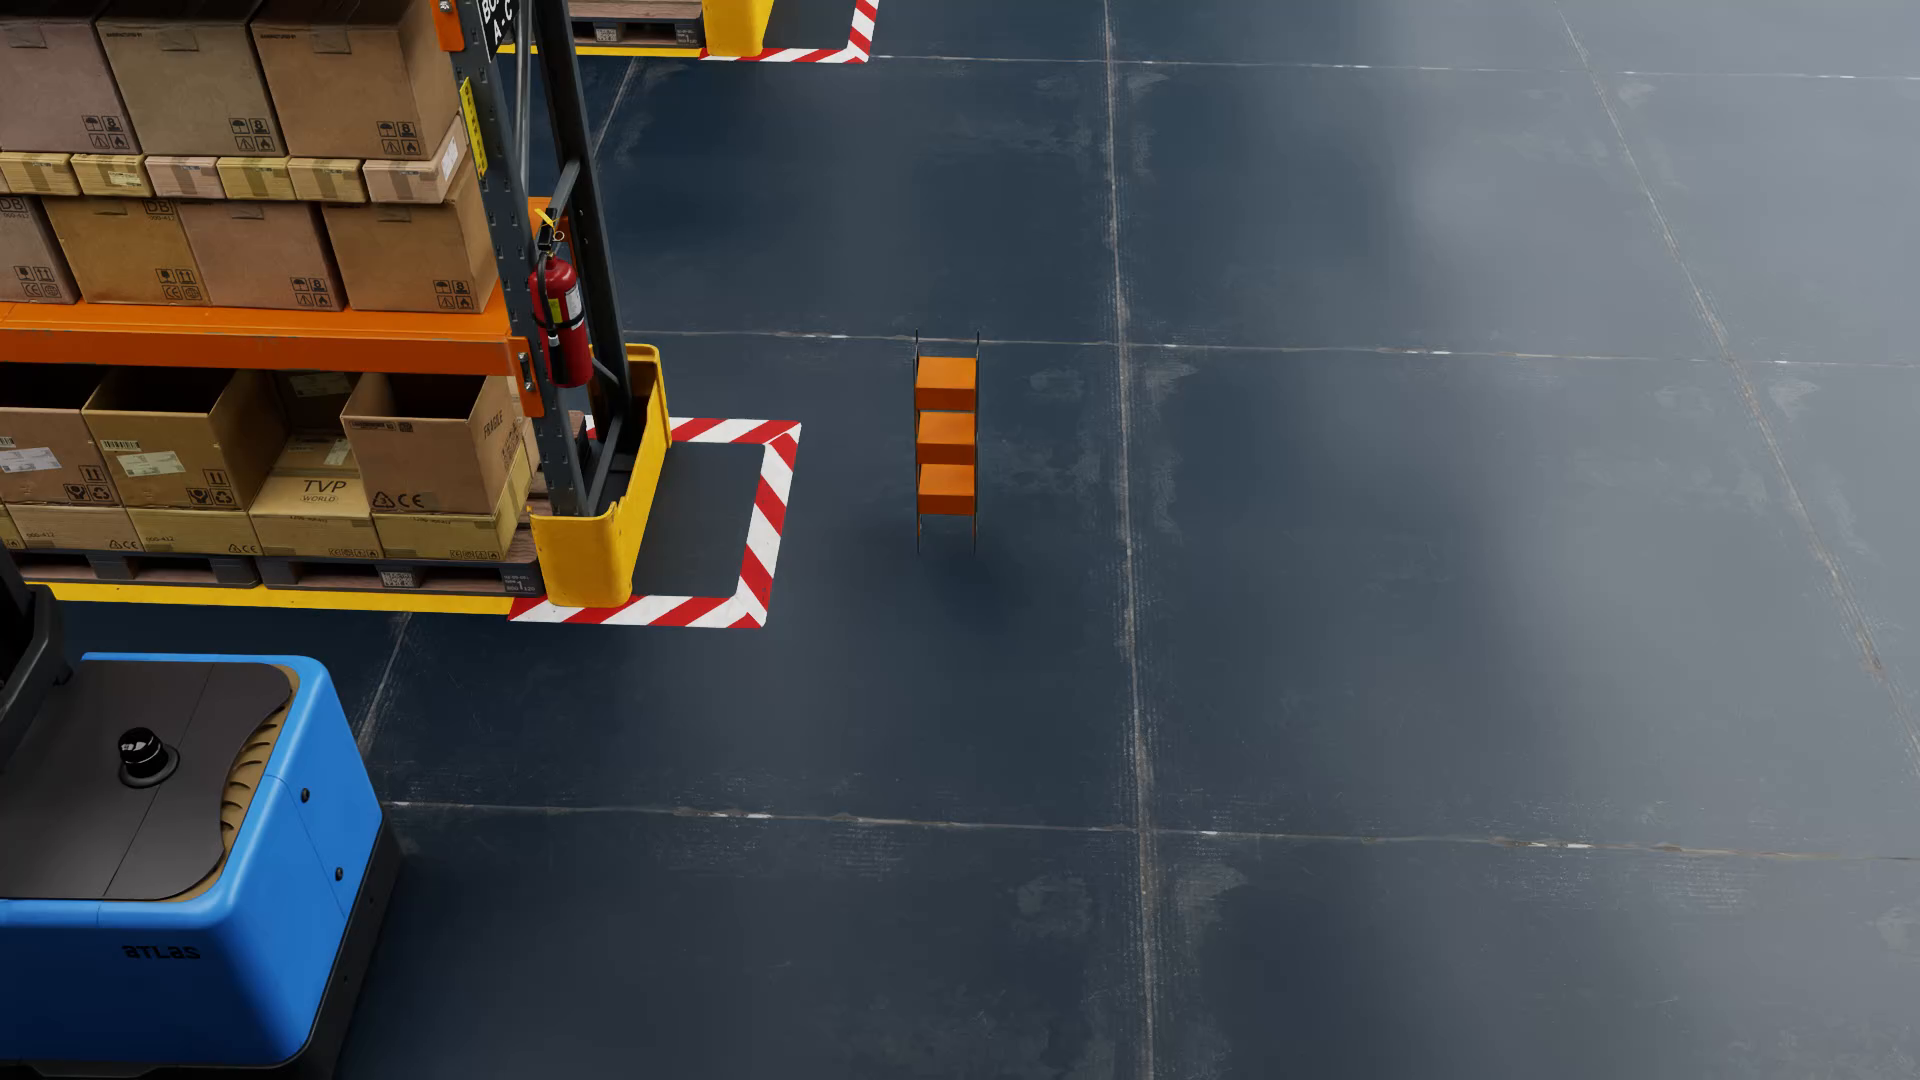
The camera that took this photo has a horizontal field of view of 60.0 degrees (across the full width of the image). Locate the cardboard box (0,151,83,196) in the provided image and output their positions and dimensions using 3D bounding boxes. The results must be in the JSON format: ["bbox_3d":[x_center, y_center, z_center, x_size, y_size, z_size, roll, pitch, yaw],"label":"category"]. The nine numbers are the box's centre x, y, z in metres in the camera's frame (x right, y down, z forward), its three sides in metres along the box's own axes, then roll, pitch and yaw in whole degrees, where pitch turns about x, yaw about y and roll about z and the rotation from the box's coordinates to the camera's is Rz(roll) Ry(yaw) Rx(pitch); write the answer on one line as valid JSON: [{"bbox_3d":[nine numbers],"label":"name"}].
[{"bbox_3d":[-3.246,-1.409,6.013,0.250,0.149,0.380,3,43,3],"label":"cardboard box"}]

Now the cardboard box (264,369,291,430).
[{"bbox_3d":[-3.088,-0.825,7.094,0.500,0.500,0.500,2,43,2],"label":"cardboard box"}]

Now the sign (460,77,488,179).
[{"bbox_3d":[-1.601,-1.356,5.482,0.005,0.325,0.100,2,43,2],"label":"sign"}]

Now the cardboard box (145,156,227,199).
[{"bbox_3d":[-2.721,-1.395,5.997,0.250,0.149,0.380,2,43,2],"label":"cardboard box"}]

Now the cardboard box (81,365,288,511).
[{"bbox_3d":[-3.111,-0.471,6.714,0.500,0.500,0.500,2,43,2],"label":"cardboard box"}]

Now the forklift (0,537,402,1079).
[{"bbox_3d":[-3.511,0.389,4.683,3.031,2.935,1.130,1,43,1],"label":"forklift"}]

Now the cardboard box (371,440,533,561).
[{"bbox_3d":[-2.111,-0.178,6.949,0.500,0.250,0.500,2,43,2],"label":"cardboard box"}]

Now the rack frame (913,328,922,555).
[{"bbox_3d":[-0.175,-0.390,6.898,0.008,1.050,0.200,2,43,2],"label":"rack frame"}]

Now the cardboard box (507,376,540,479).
[{"bbox_3d":[-2.088,-0.530,7.328,0.500,0.250,0.500,2,43,2],"label":"cardboard box"}]

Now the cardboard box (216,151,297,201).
[{"bbox_3d":[-2.470,-1.385,5.987,0.250,0.149,0.380,1,43,1],"label":"cardboard box"}]

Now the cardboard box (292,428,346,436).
[{"bbox_3d":[-2.588,-0.543,7.341,0.500,0.250,0.500,2,43,2],"label":"cardboard box"}]

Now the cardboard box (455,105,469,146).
[{"bbox_3d":[-1.945,-1.647,6.268,0.250,0.149,0.380,1,43,2],"label":"cardboard box"}]

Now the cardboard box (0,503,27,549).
[{"bbox_3d":[-4.110,-0.227,7.002,0.500,0.250,0.500,2,43,2],"label":"cardboard box"}]

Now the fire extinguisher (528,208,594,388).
[{"bbox_3d":[-1.465,-0.866,6.036,0.183,0.674,0.296,2,43,2],"label":"fire extinguisher"}]

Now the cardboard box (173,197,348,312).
[{"bbox_3d":[-2.553,-1.287,6.358,0.500,0.500,0.700,3,43,3],"label":"cardboard box"}]

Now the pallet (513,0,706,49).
[{"bbox_3d":[-2.225,-3.566,10.923,1.213,0.211,1.003,2,43,2],"label":"pallet"}]

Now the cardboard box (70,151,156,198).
[{"bbox_3d":[-2.983,-1.402,6.006,0.250,0.149,0.380,3,43,3],"label":"cardboard box"}]

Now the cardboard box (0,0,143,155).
[{"bbox_3d":[-3.110,-1.778,5.933,0.500,0.500,0.700,2,43,2],"label":"cardboard box"}]

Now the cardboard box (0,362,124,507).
[{"bbox_3d":[-3.611,-0.487,6.732,0.500,0.500,0.500,2,43,2],"label":"cardboard box"}]

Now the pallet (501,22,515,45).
[{"bbox_3d":[-3.440,-3.605,10.965,1.213,0.211,1.003,2,43,2],"label":"pallet"}]

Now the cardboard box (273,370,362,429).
[{"bbox_3d":[-2.588,-0.819,7.087,0.500,0.500,0.500,2,43,2],"label":"cardboard box"}]

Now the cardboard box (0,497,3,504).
[{"bbox_3d":[-4.110,-0.501,6.747,0.500,0.500,0.500,2,43,2],"label":"cardboard box"}]

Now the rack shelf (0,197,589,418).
[{"bbox_3d":[-3.560,-1.013,6.664,4.000,0.370,1.077,2,43,2],"label":"rack shelf"}]

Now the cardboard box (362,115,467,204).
[{"bbox_3d":[-1.953,-1.371,5.971,0.250,0.149,0.380,1,43,1],"label":"cardboard box"}]

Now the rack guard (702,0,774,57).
[{"bbox_3d":[-1.414,-3.643,10.794,0.348,0.500,1.175,2,43,2],"label":"rack guard"}]

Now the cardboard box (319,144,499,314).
[{"bbox_3d":[-2.028,-1.274,6.344,0.500,0.500,0.700,2,43,2],"label":"cardboard box"}]

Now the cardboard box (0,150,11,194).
[{"bbox_3d":[-3.502,-1.417,6.021,0.250,0.149,0.380,1,43,1],"label":"cardboard box"}]

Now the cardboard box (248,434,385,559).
[{"bbox_3d":[-2.611,-0.185,6.957,0.500,0.250,0.500,2,43,2],"label":"cardboard box"}]

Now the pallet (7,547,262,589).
[{"bbox_3d":[-3.544,-0.229,7.341,1.213,0.211,1.003,2,43,2],"label":"pallet"}]

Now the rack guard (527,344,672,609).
[{"bbox_3d":[-1.538,-0.299,7.205,0.348,0.500,1.175,2,43,2],"label":"rack guard"}]

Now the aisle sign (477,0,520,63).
[{"bbox_3d":[-1.510,-1.964,5.250,0.004,0.787,0.394,2,43,2],"label":"aisle sign"}]

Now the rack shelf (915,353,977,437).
[{"bbox_3d":[-0.053,-0.586,6.708,0.240,0.259,0.215,2,43,2],"label":"rack shelf"}]

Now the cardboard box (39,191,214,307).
[{"bbox_3d":[-3.049,-1.306,6.378,0.500,0.500,0.700,2,43,2],"label":"cardboard box"}]

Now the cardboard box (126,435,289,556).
[{"bbox_3d":[-3.111,-0.199,6.972,0.500,0.250,0.500,2,43,2],"label":"cardboard box"}]

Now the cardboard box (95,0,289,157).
[{"bbox_3d":[-2.607,-1.763,5.917,0.500,0.500,0.700,1,43,1],"label":"cardboard box"}]

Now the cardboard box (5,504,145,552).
[{"bbox_3d":[-3.610,-0.215,6.990,0.500,0.250,0.500,2,43,2],"label":"cardboard box"}]

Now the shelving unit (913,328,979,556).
[{"bbox_3d":[-0.053,-0.386,6.894,0.252,1.050,0.215,2,43,2],"label":"shelving unit"}]

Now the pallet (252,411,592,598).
[{"bbox_3d":[-2.328,-0.189,7.298,1.213,0.211,1.003,2,43,2],"label":"pallet"}]

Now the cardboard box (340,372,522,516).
[{"bbox_3d":[-2.112,-0.450,6.692,0.500,0.500,0.500,2,43,2],"label":"cardboard box"}]

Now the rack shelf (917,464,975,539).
[{"bbox_3d":[-0.053,-0.175,7.091,0.240,0.259,0.215,2,43,2],"label":"rack shelf"}]

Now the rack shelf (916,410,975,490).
[{"bbox_3d":[-0.053,-0.378,6.901,0.240,0.259,0.215,2,43,2],"label":"rack shelf"}]

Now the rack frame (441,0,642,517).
[{"bbox_3d":[-1.562,-1.215,6.353,0.127,3.000,1.000,2,43,2],"label":"rack frame"}]

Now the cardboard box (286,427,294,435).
[{"bbox_3d":[-3.087,-0.559,7.358,0.500,0.250,0.500,2,43,2],"label":"cardboard box"}]

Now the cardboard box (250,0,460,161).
[{"bbox_3d":[-2.081,-1.751,5.903,0.500,0.500,0.700,2,43,2],"label":"cardboard box"}]

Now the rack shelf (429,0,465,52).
[{"bbox_3d":[-3.560,-2.110,5.642,4.000,0.370,1.077,2,43,2],"label":"rack shelf"}]

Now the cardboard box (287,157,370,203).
[{"bbox_3d":[-2.214,-1.378,5.979,0.250,0.149,0.380,3,43,3],"label":"cardboard box"}]

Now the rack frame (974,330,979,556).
[{"bbox_3d":[0.068,-0.382,6.890,0.008,1.050,0.200,2,43,2],"label":"rack frame"}]

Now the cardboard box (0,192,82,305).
[{"bbox_3d":[-3.575,-1.320,6.393,0.500,0.500,0.700,3,43,3],"label":"cardboard box"}]
